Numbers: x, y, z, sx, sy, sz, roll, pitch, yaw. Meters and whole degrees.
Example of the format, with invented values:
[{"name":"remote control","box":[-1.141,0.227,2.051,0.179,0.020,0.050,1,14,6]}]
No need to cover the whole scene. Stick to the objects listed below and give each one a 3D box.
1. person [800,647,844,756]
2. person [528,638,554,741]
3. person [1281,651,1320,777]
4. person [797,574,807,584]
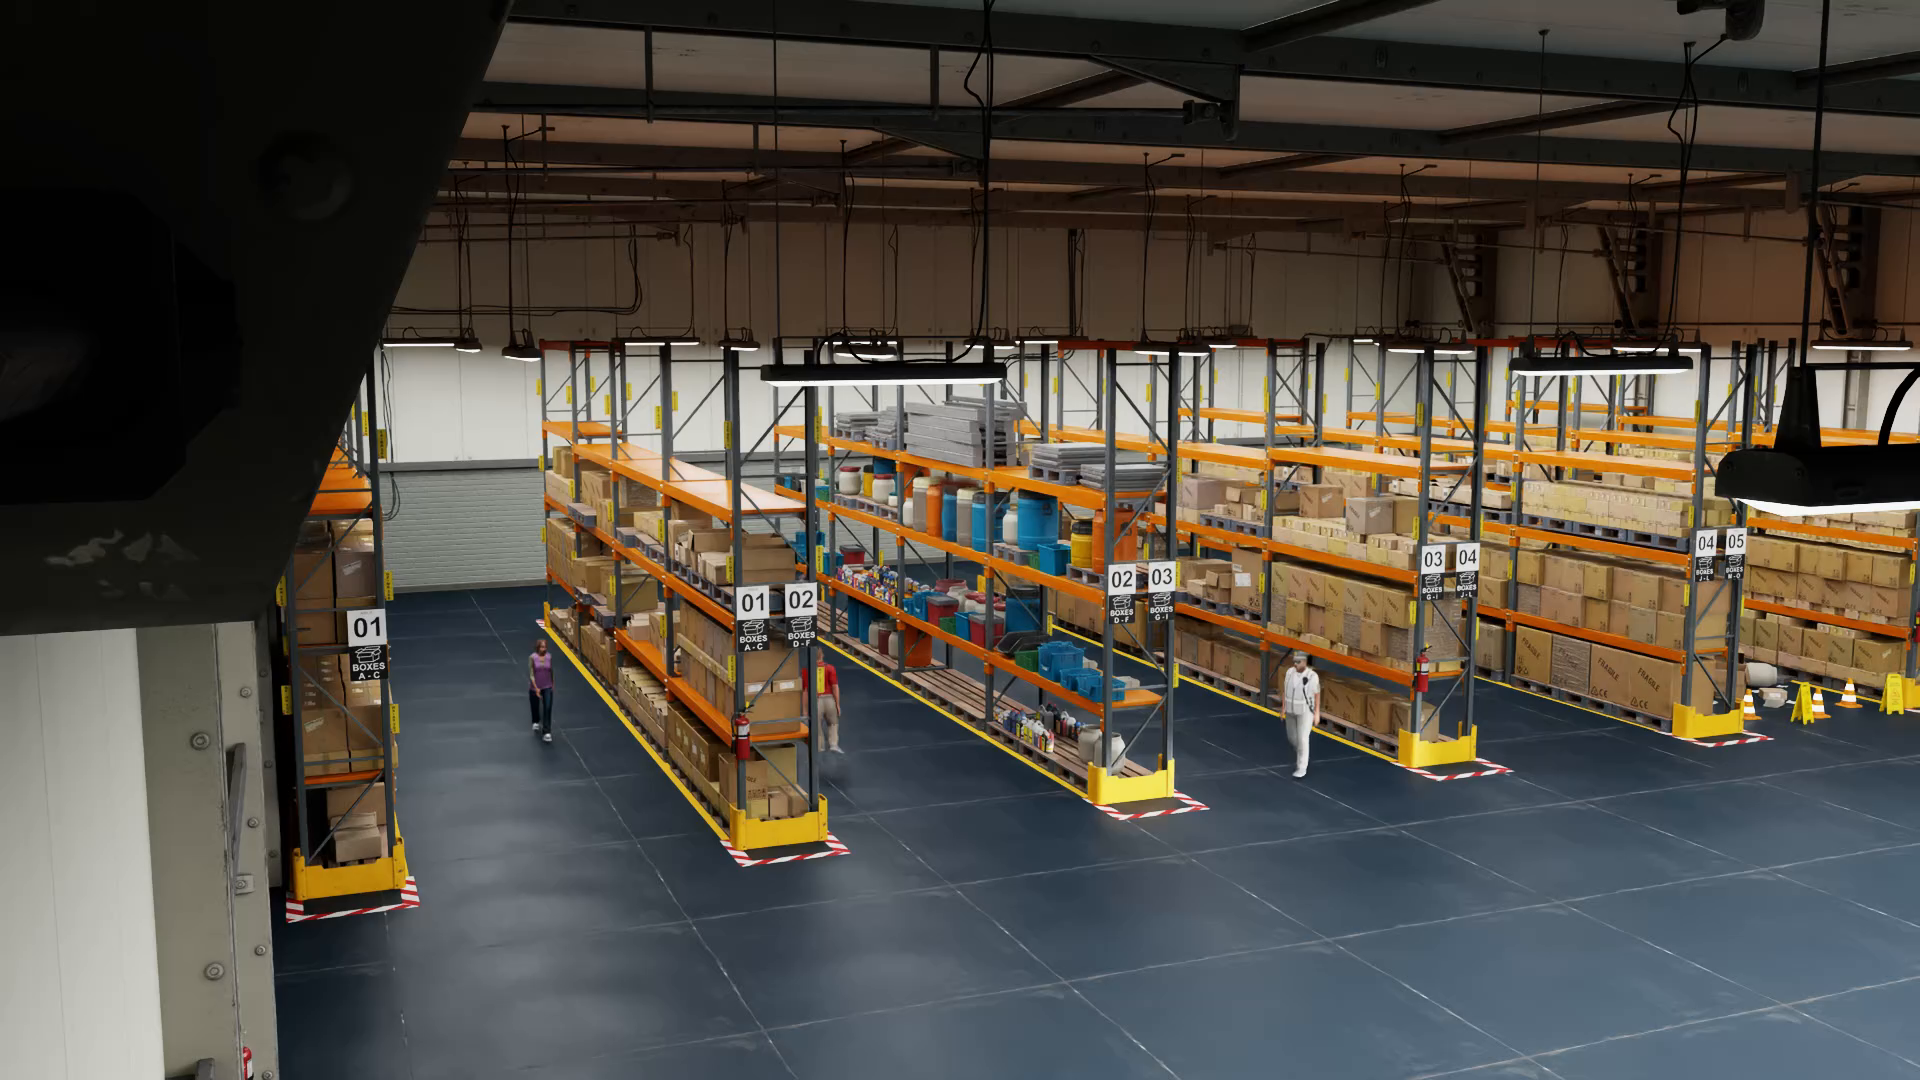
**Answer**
[{"name":"person","box":[-1.965,2.297,23.622,0.598,1.570,0.581,-2,8,-13]},{"name":"person","box":[-6.397,2.262,25.476,0.401,1.516,0.986,-3,8,-21]},{"name":"person","box":[4.820,2.412,23.510,0.522,1.734,0.837,7,10,42]},{"name":"person","box":[-3.539,0.359,39.307,0.619,1.715,0.576,0,7,-1]}]
